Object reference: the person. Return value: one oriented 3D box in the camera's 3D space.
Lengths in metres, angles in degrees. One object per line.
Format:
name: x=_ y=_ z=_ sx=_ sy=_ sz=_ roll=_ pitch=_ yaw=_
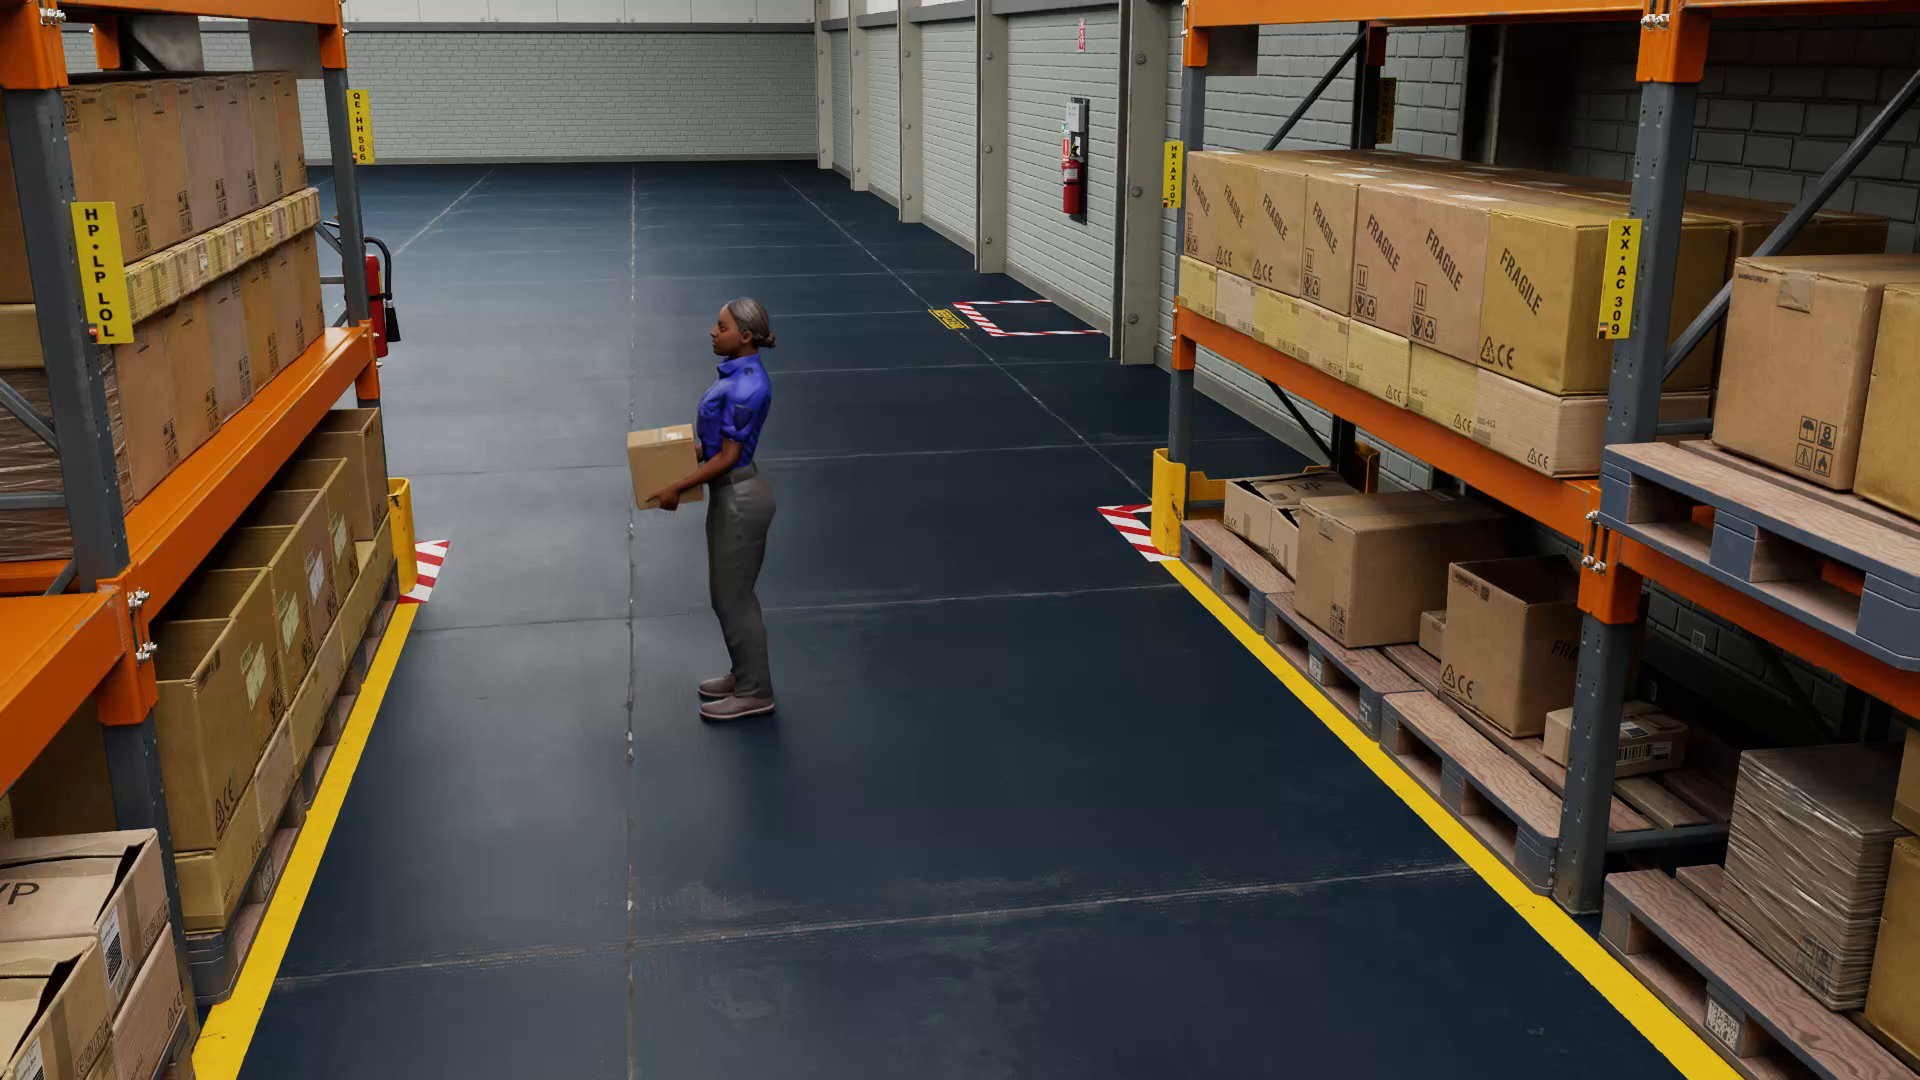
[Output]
person: x=-0.955 y=-0.123 z=6.478 sx=0.523 sy=1.646 sz=0.450 roll=-3 pitch=17 yaw=-10
